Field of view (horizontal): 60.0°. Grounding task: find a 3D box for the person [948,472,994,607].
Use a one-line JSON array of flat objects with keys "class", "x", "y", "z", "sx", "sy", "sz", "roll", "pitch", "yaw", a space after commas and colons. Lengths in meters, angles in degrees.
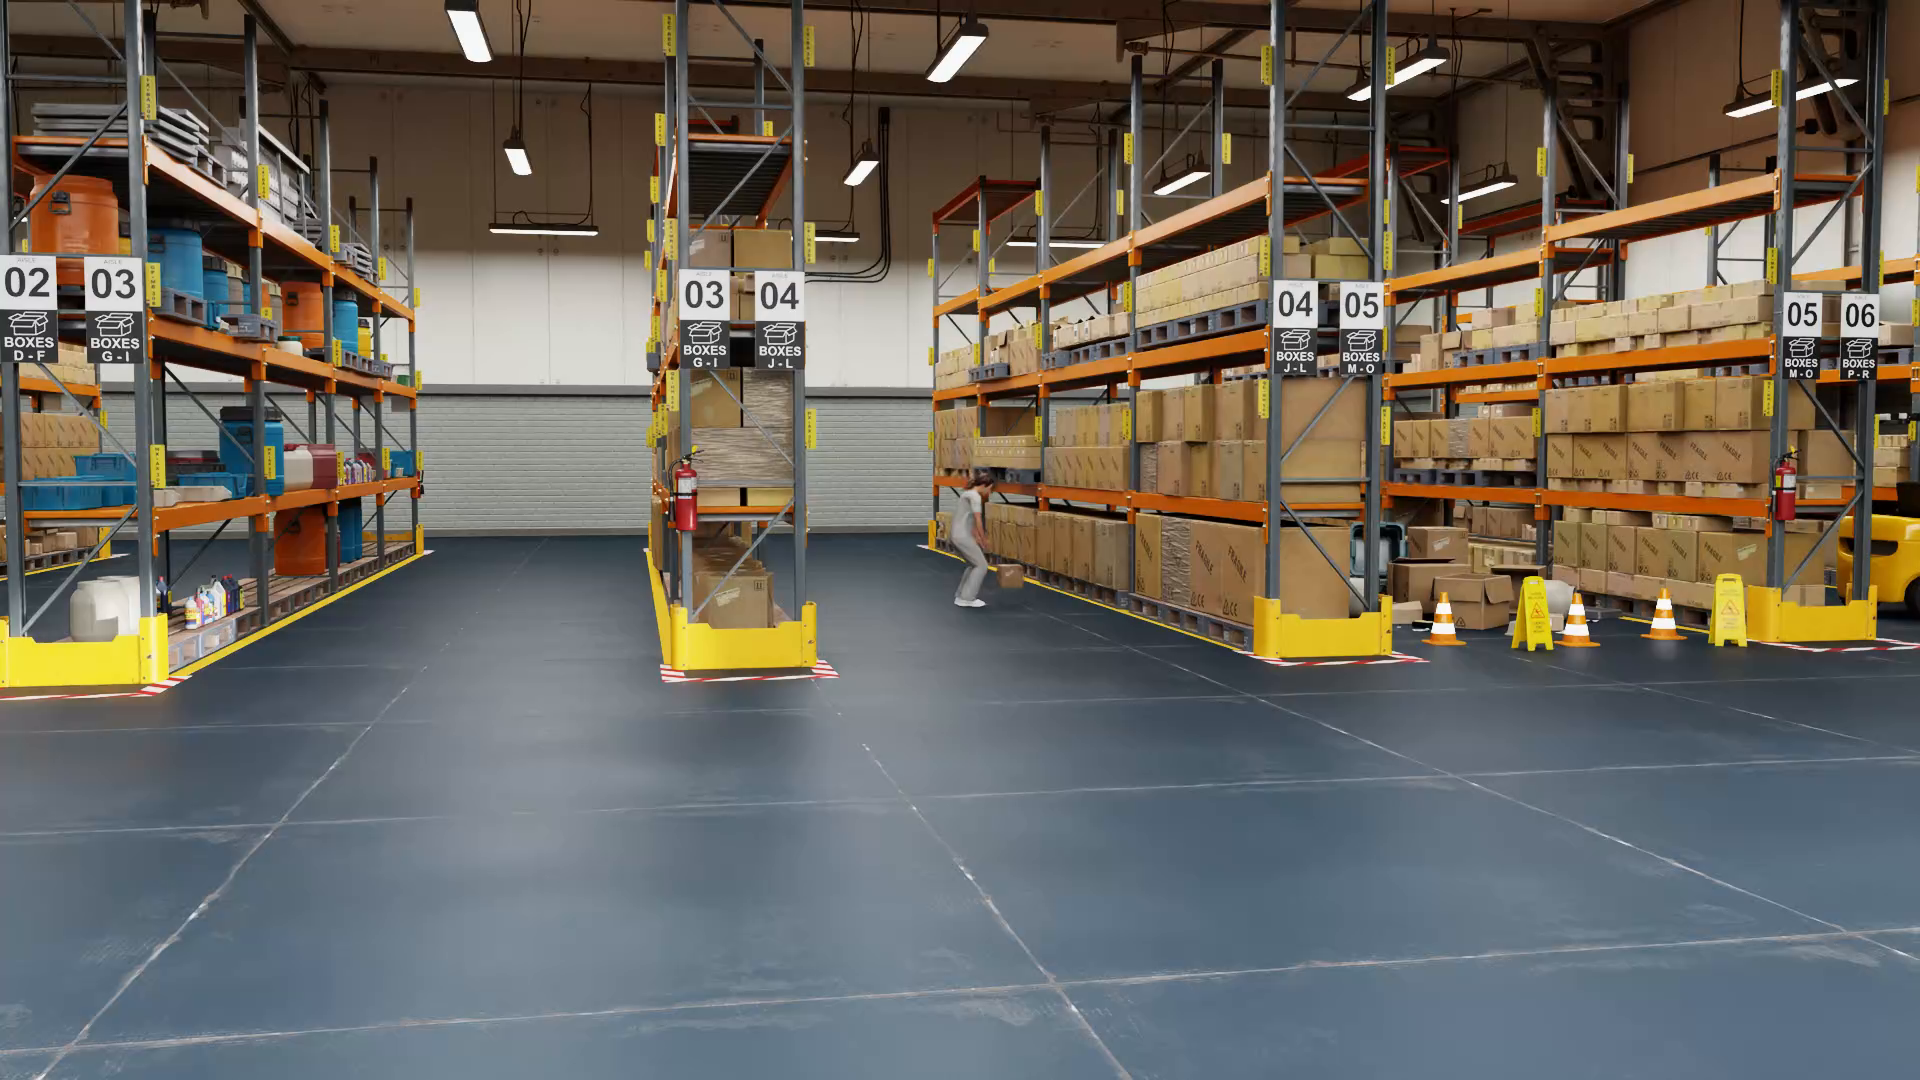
[{"class": "person", "x": 0.129, "y": -0.010, "z": 18.891, "sx": 0.533, "sy": 1.515, "sz": 0.483, "roll": -1, "pitch": 3, "yaw": -11}]
